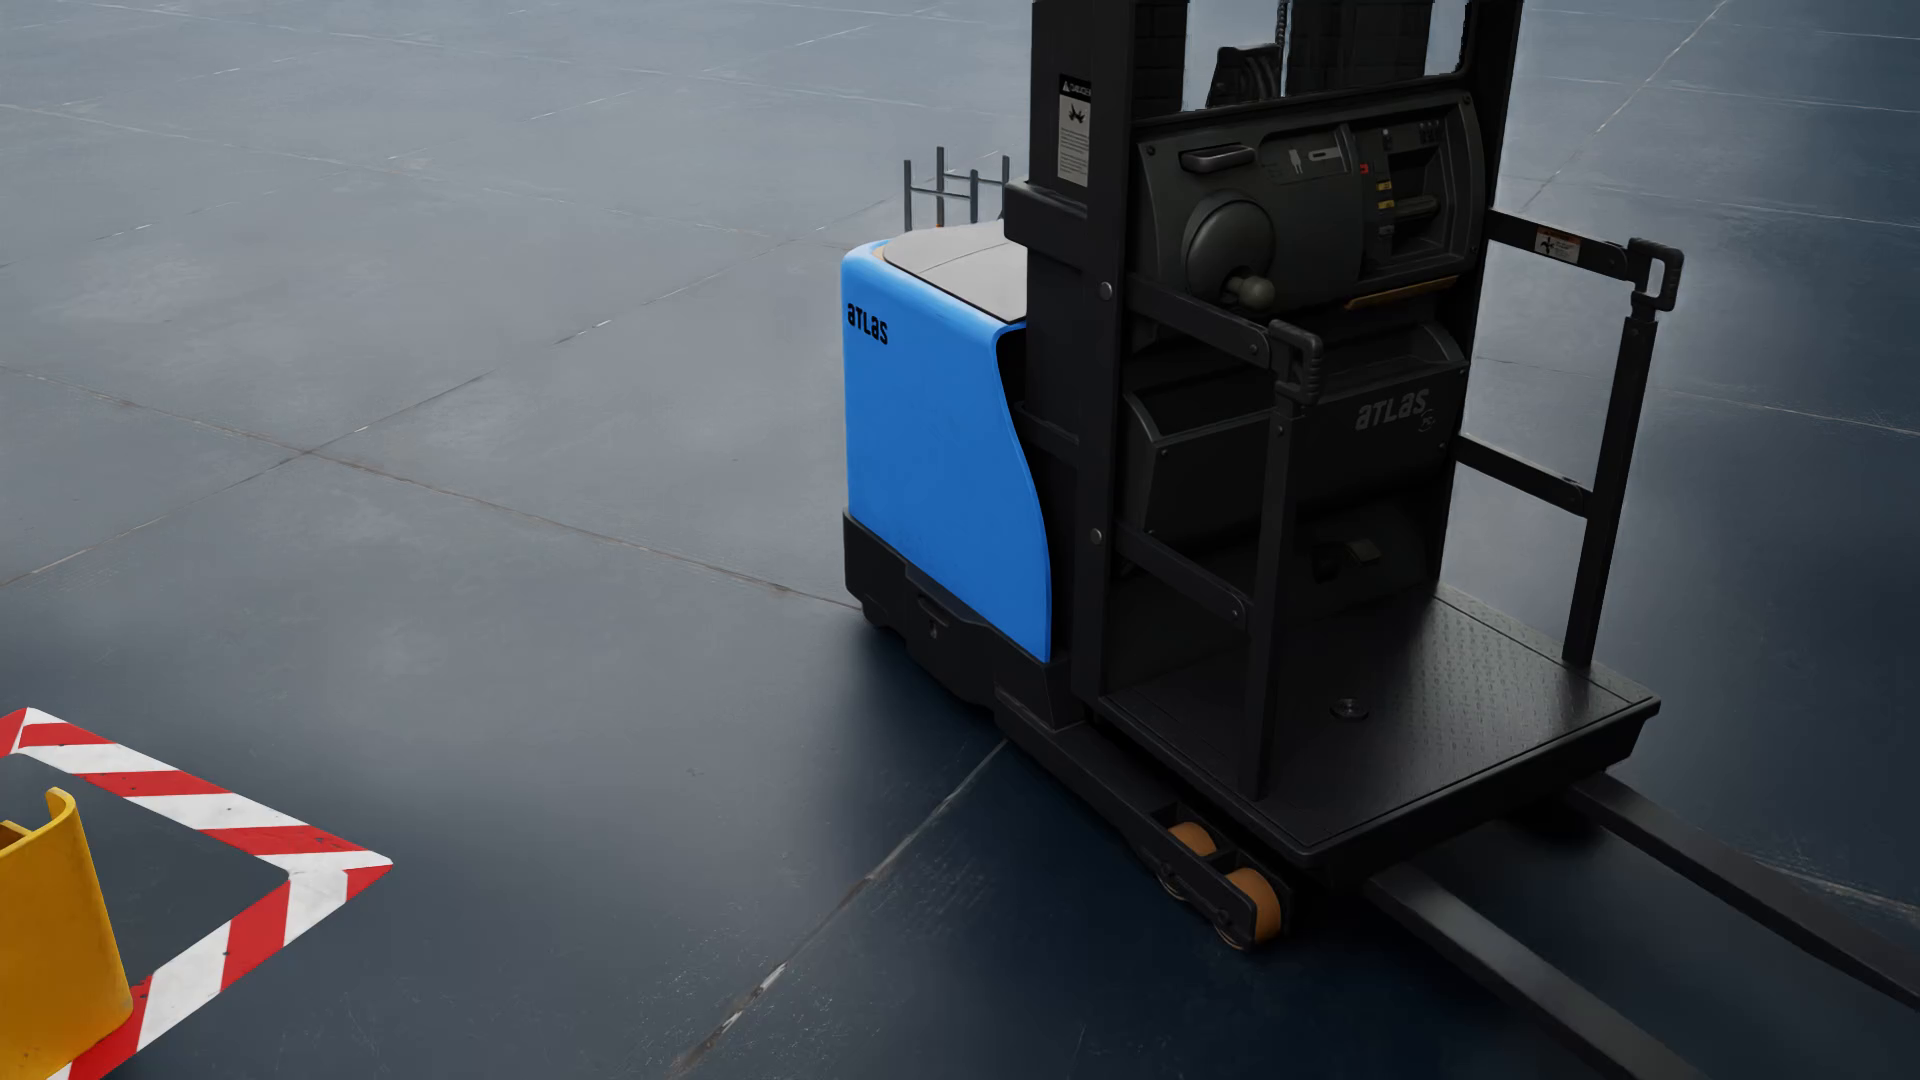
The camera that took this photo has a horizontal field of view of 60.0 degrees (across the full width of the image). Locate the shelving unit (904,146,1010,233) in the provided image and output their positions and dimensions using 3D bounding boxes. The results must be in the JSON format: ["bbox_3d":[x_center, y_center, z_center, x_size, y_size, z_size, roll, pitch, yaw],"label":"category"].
[{"bbox_3d":[-0.009,-0.555,5.018,0.258,1.200,0.189,15,30,27],"label":"shelving unit"}]

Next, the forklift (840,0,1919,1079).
[{"bbox_3d":[0.875,-0.686,3.346,1.130,2.935,3.031,-16,31,-28],"label":"forklift"}]

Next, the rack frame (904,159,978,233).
[{"bbox_3d":[-0.055,-0.519,4.947,0.240,1.200,0.006,15,30,27],"label":"rack frame"}]

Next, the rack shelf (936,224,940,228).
[{"bbox_3d":[-0.009,-0.837,4.877,0.258,0.103,0.180,15,30,27],"label":"rack shelf"}]

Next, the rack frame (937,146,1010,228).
[{"bbox_3d":[0.037,-0.590,5.088,0.240,1.200,0.006,15,30,27],"label":"rack frame"}]

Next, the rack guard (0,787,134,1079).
[{"bbox_3d":[-2.235,0.660,3.374,1.175,0.500,0.348,14,30,26],"label":"rack guard"}]
